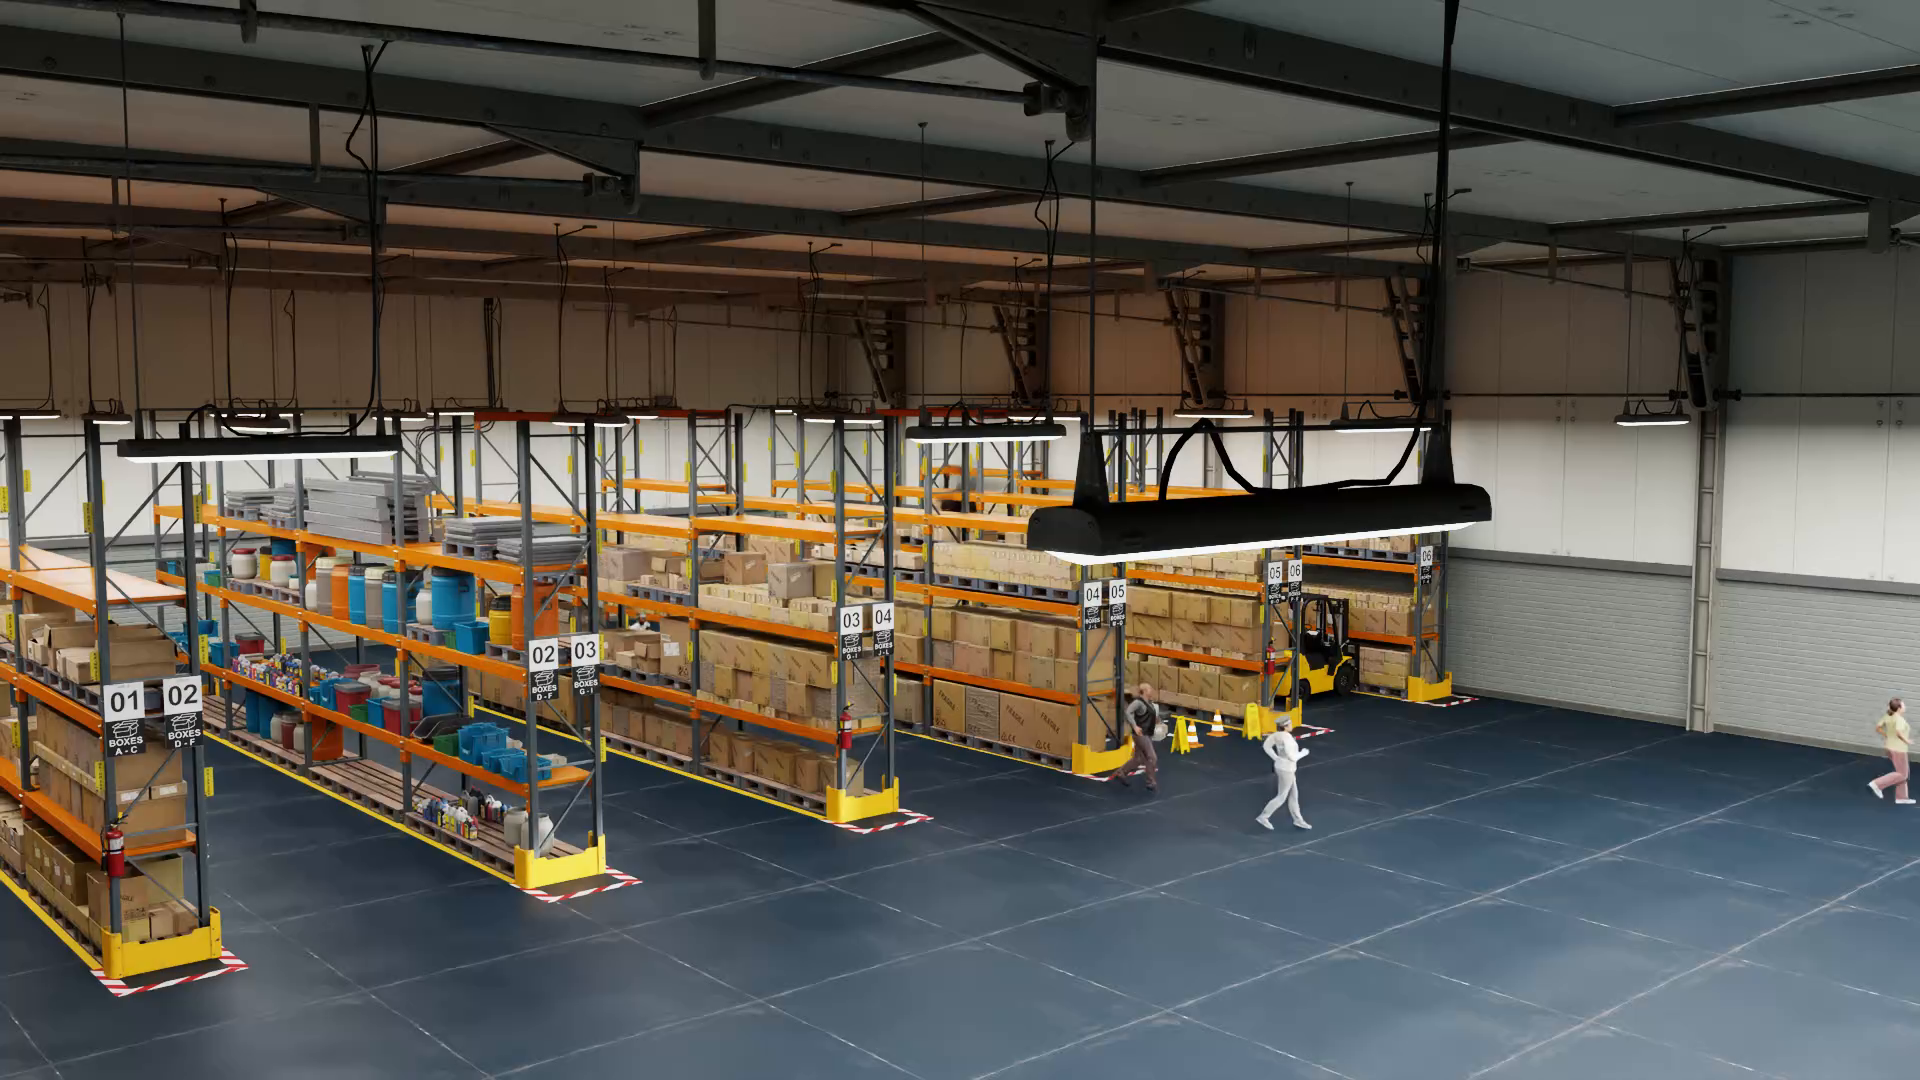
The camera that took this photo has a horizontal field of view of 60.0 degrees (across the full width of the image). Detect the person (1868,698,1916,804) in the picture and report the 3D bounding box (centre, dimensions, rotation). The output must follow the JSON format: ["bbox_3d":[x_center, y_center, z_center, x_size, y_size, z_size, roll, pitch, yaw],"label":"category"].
[{"bbox_3d":[14.381,3.255,25.647,0.752,1.643,0.577,0,5,-2],"label":"person"}]

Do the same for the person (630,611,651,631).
[{"bbox_3d":[-7.001,2.365,36.229,0.569,1.662,0.797,-5,7,-43],"label":"person"}]

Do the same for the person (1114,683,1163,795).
[{"bbox_3d":[2.892,3.168,26.609,0.838,1.767,0.673,2,5,19],"label":"person"}]

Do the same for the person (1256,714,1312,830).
[{"bbox_3d":[4.698,3.350,23.985,0.834,1.708,0.605,0,5,-5],"label":"person"}]
